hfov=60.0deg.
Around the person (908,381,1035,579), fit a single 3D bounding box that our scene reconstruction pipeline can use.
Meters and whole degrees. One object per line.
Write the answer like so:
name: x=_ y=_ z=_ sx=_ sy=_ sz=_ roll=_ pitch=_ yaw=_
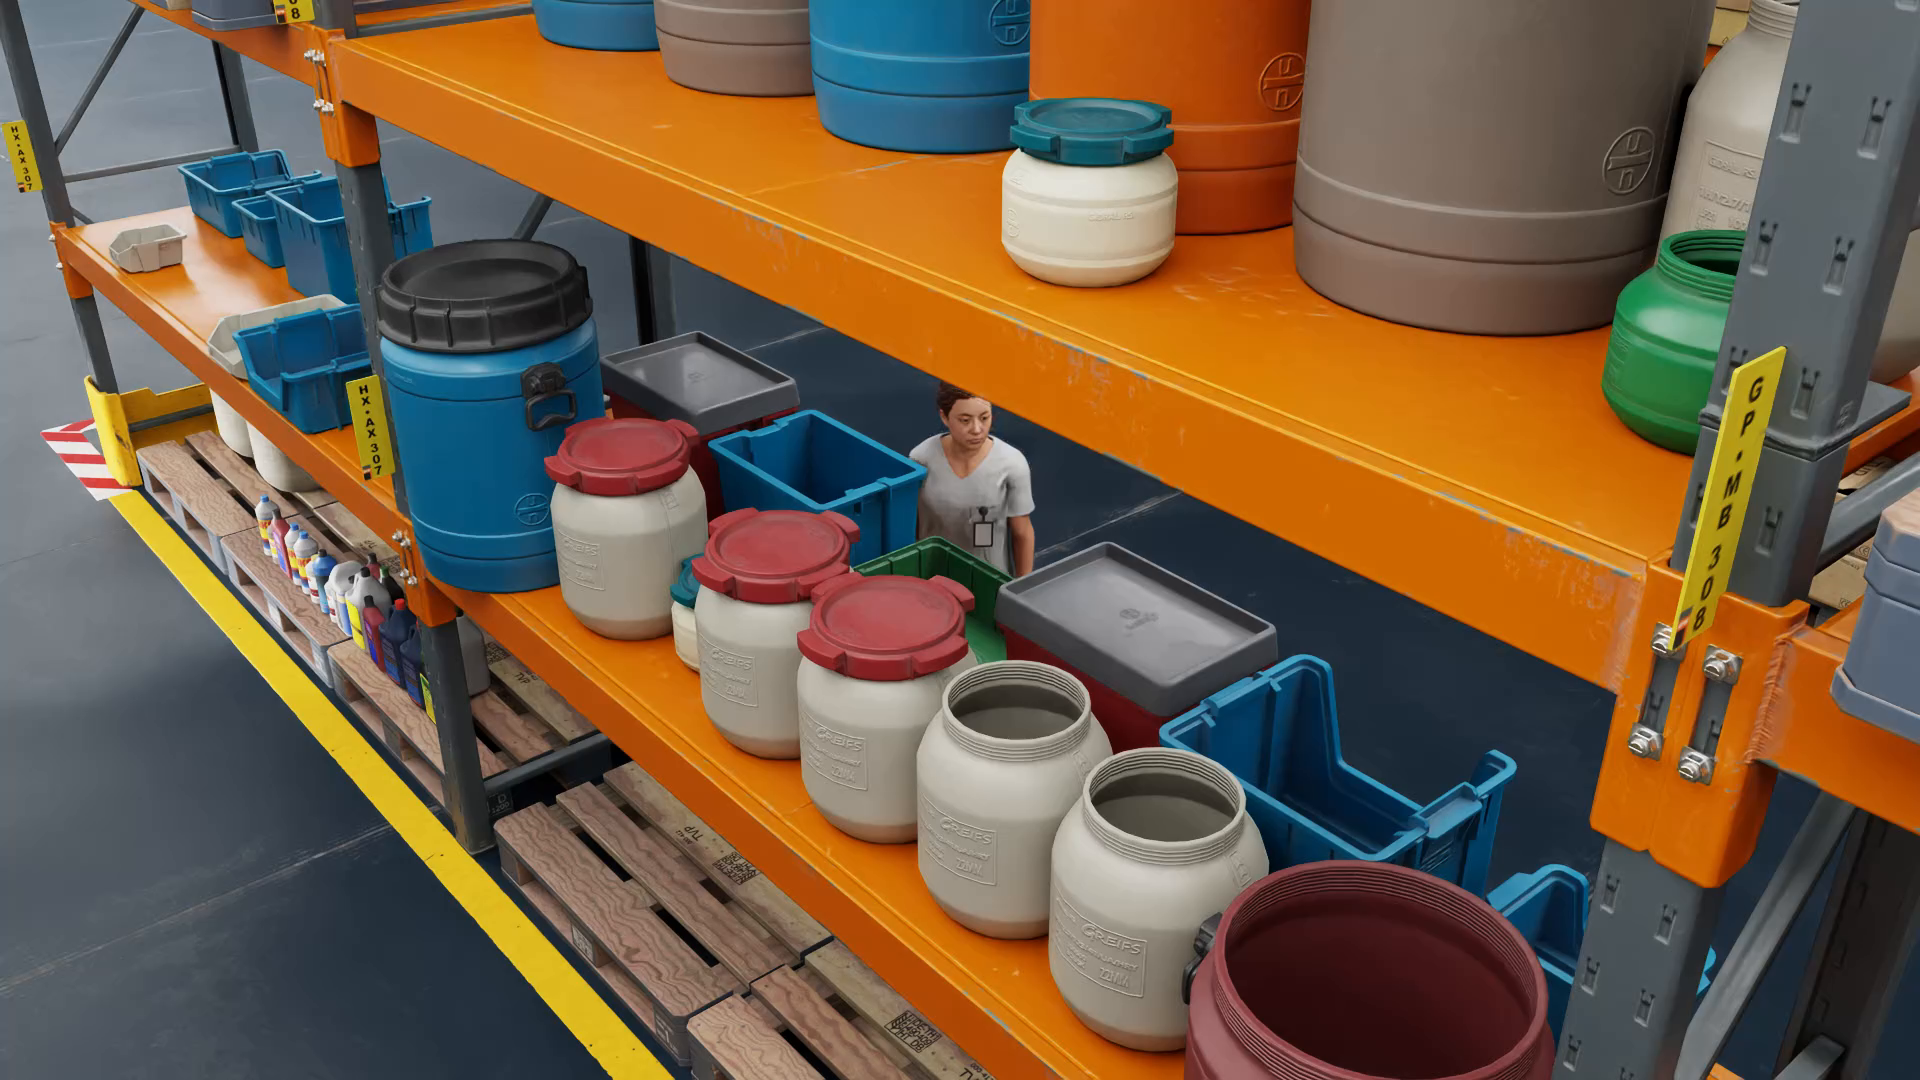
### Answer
person: x=0.010 y=0.216 z=5.760 sx=0.489 sy=1.727 sz=0.557 roll=2 pitch=28 yaw=4
